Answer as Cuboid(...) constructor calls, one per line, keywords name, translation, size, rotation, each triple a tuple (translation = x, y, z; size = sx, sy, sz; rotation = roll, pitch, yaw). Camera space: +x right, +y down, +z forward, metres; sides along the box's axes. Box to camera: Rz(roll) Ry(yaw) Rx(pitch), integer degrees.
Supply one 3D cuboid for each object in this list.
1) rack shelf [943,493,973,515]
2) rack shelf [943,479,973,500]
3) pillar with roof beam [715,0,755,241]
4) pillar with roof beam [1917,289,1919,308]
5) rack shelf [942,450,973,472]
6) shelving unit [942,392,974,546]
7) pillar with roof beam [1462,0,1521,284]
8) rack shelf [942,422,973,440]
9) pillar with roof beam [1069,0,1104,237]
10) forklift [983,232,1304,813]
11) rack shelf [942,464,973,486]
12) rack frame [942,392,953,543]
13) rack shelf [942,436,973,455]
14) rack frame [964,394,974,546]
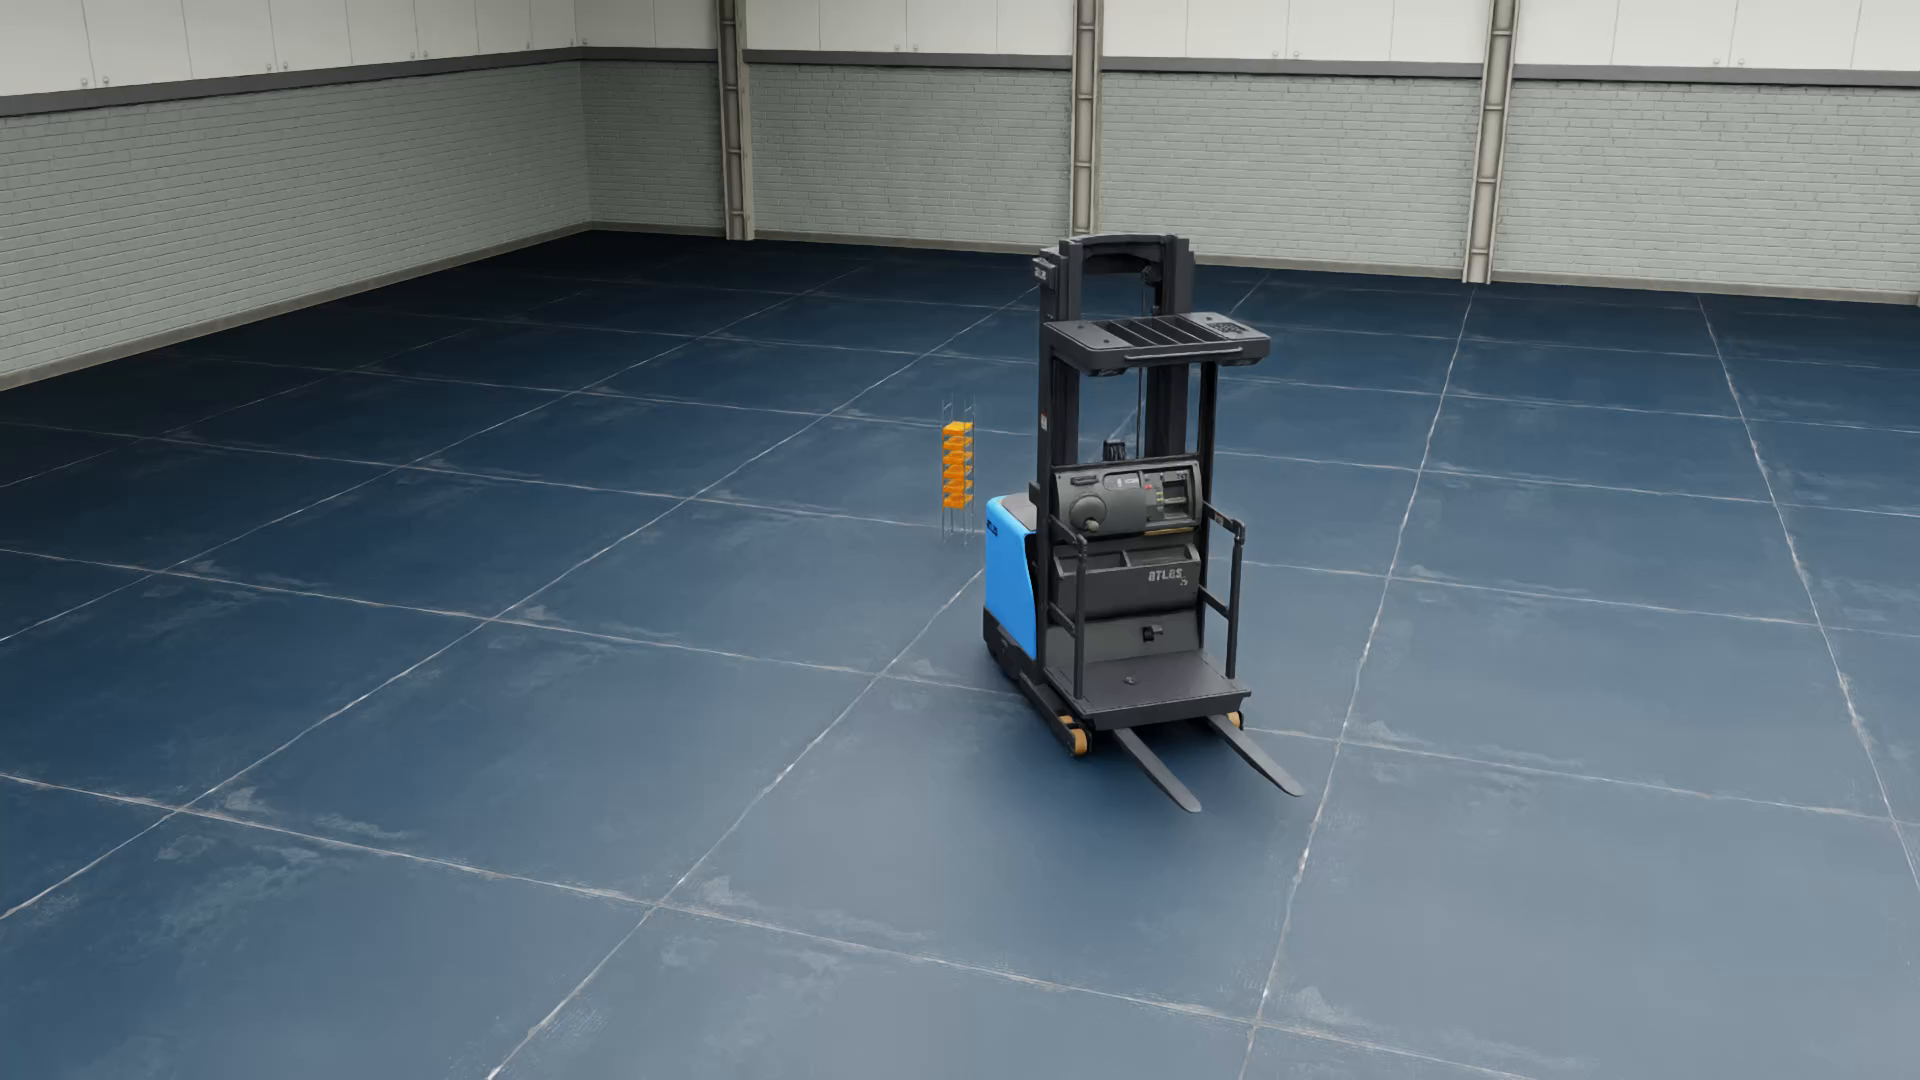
Cuboid(name="rack shelf", translation=(-0.014, -0.300, 13.477), size=(0.180, 0.103, 0.258), rotation=(7, 20, 18))
Cuboid(name="rack shelf", translation=(-0.014, -0.413, 13.437), size=(0.180, 0.103, 0.258), rotation=(7, 20, 18))
Cuboid(name="pillar with roof beam", translation=(-5.135, -8.018, 22.908), size=(0.400, 9.000, 9.100), rotation=(7, 20, 18))
Cuboid(name="pillar with roof beam", translation=(11.868, -6.074, 17.330), size=(0.400, 9.000, 9.100), rotation=(7, 20, 18))
Cuboid(name="rack shelf", translation=(-0.014, -0.639, 13.358), size=(0.180, 0.103, 0.258), rotation=(7, 20, 18))
Cuboid(name="shelving unit", translation=(-0.014, -0.568, 13.383), size=(0.189, 1.200, 0.258), rotation=(7, 20, 18))
Cuboid(name="pillar with roof beam", translation=(6.201, -6.722, 19.189), size=(0.400, 9.000, 9.100), rotation=(7, 20, 18))
Cuboid(name="rack shelf", translation=(-0.014, -0.866, 13.279), size=(0.180, 0.103, 0.258), rotation=(7, 20, 18))
Cuboid(name="pillar with roof beam", translation=(0.533, -7.370, 21.049), size=(0.400, 9.000, 9.100), rotation=(7, 20, 18))
Cuboid(name="forklift", translation=(1.086, -0.244, 9.823), size=(1.130, 2.935, 3.031), rotation=(-6, 20, -16))
Cuboid(name="rack shelf", translation=(-0.014, -0.526, 13.398), size=(0.180, 0.103, 0.258), rotation=(7, 20, 18))
Cuboid(name="rack frame", translation=(-0.100, -0.578, 13.412), size=(0.006, 1.200, 0.240), rotation=(7, 20, 18))
Cuboid(name="rack shelf", translation=(-0.014, -0.753, 13.319), size=(0.180, 0.103, 0.258), rotation=(7, 20, 18))
Cuboid(name="rack frame", translation=(0.073, -0.558, 13.355), size=(0.006, 1.200, 0.240), rotation=(7, 20, 18))
